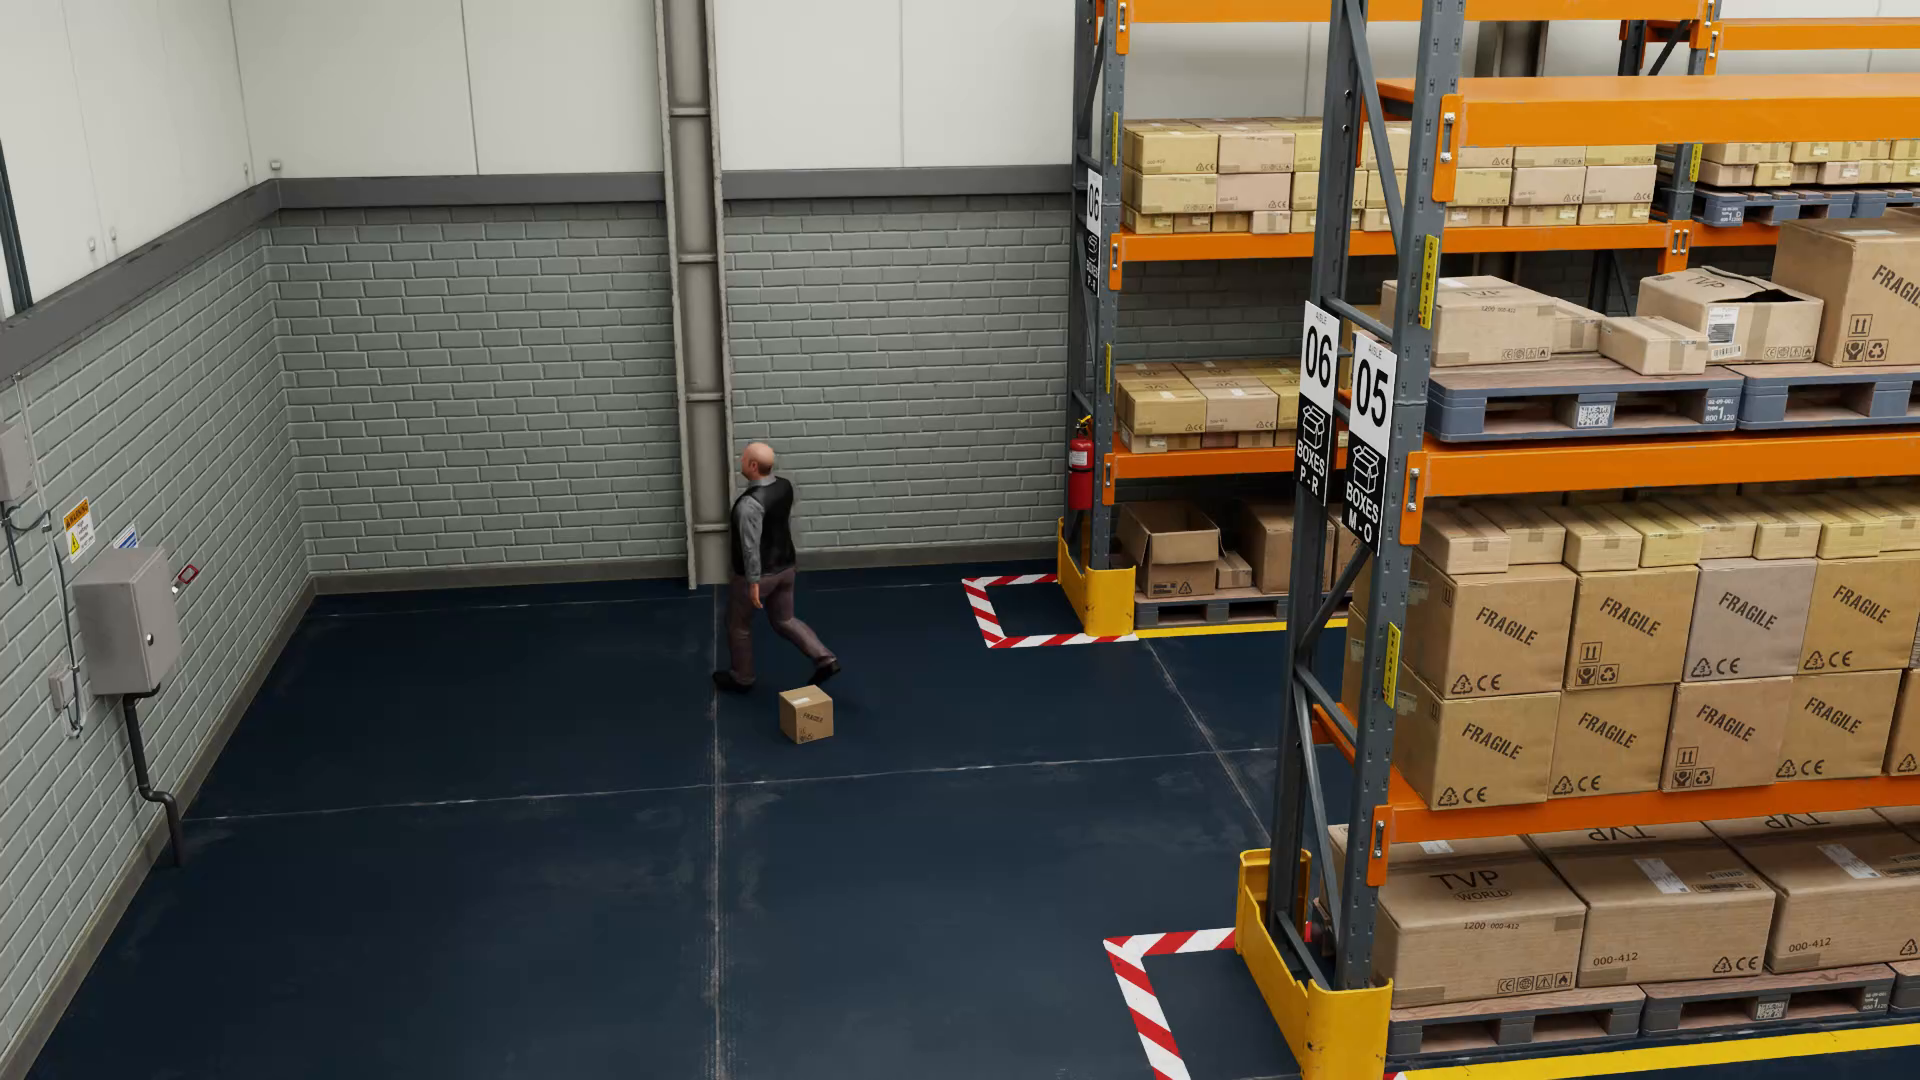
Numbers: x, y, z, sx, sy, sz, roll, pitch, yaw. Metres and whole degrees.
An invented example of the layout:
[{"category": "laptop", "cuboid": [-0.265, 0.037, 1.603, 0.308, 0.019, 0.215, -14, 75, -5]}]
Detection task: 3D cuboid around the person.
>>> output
[{"category": "person", "cuboid": [-1.203, 0.204, 10.540, 0.908, 1.692, 0.532, 12, 23, 29]}]
